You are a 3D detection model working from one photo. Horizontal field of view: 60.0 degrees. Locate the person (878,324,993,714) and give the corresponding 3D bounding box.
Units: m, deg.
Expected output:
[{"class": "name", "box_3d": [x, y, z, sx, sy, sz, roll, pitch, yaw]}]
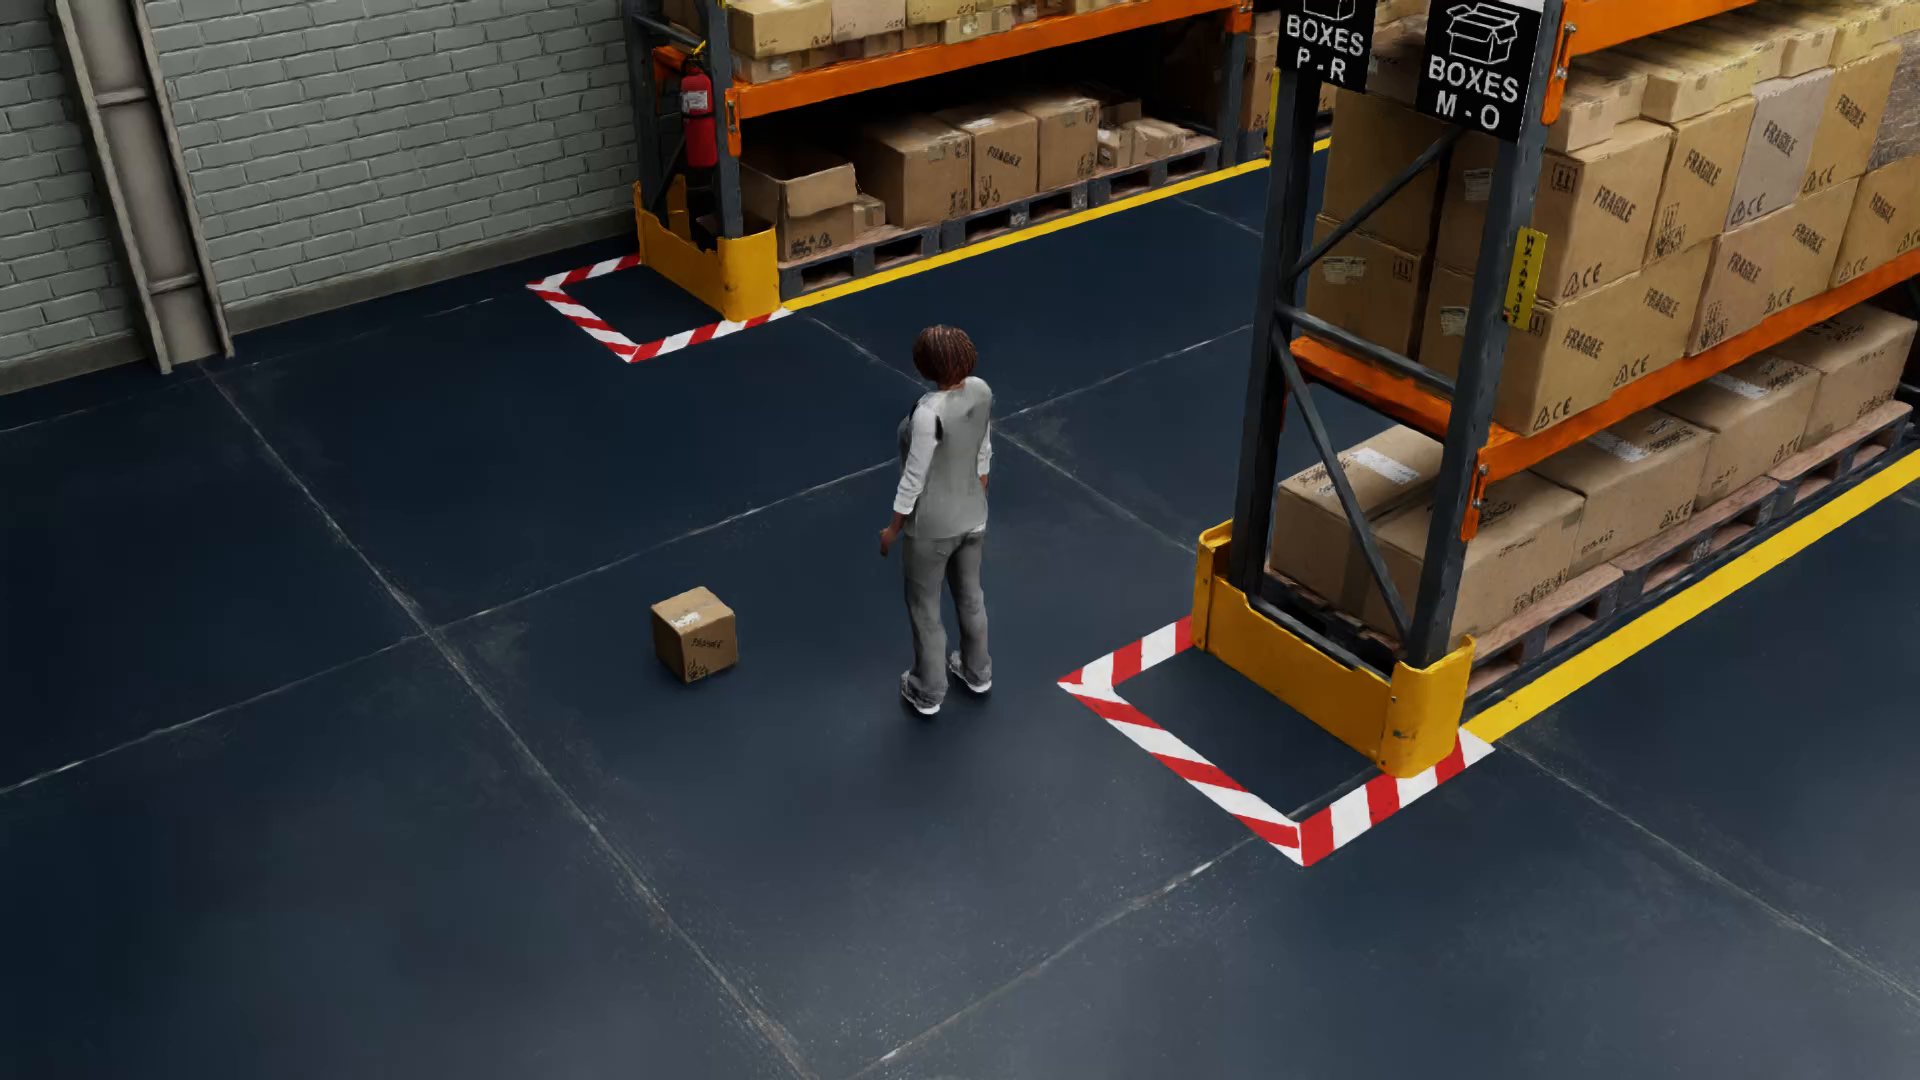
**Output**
[{"class": "person", "box_3d": [-0.066, -0.062, 6.199, 0.337, 1.606, 0.467, 26, 41, 34]}]
